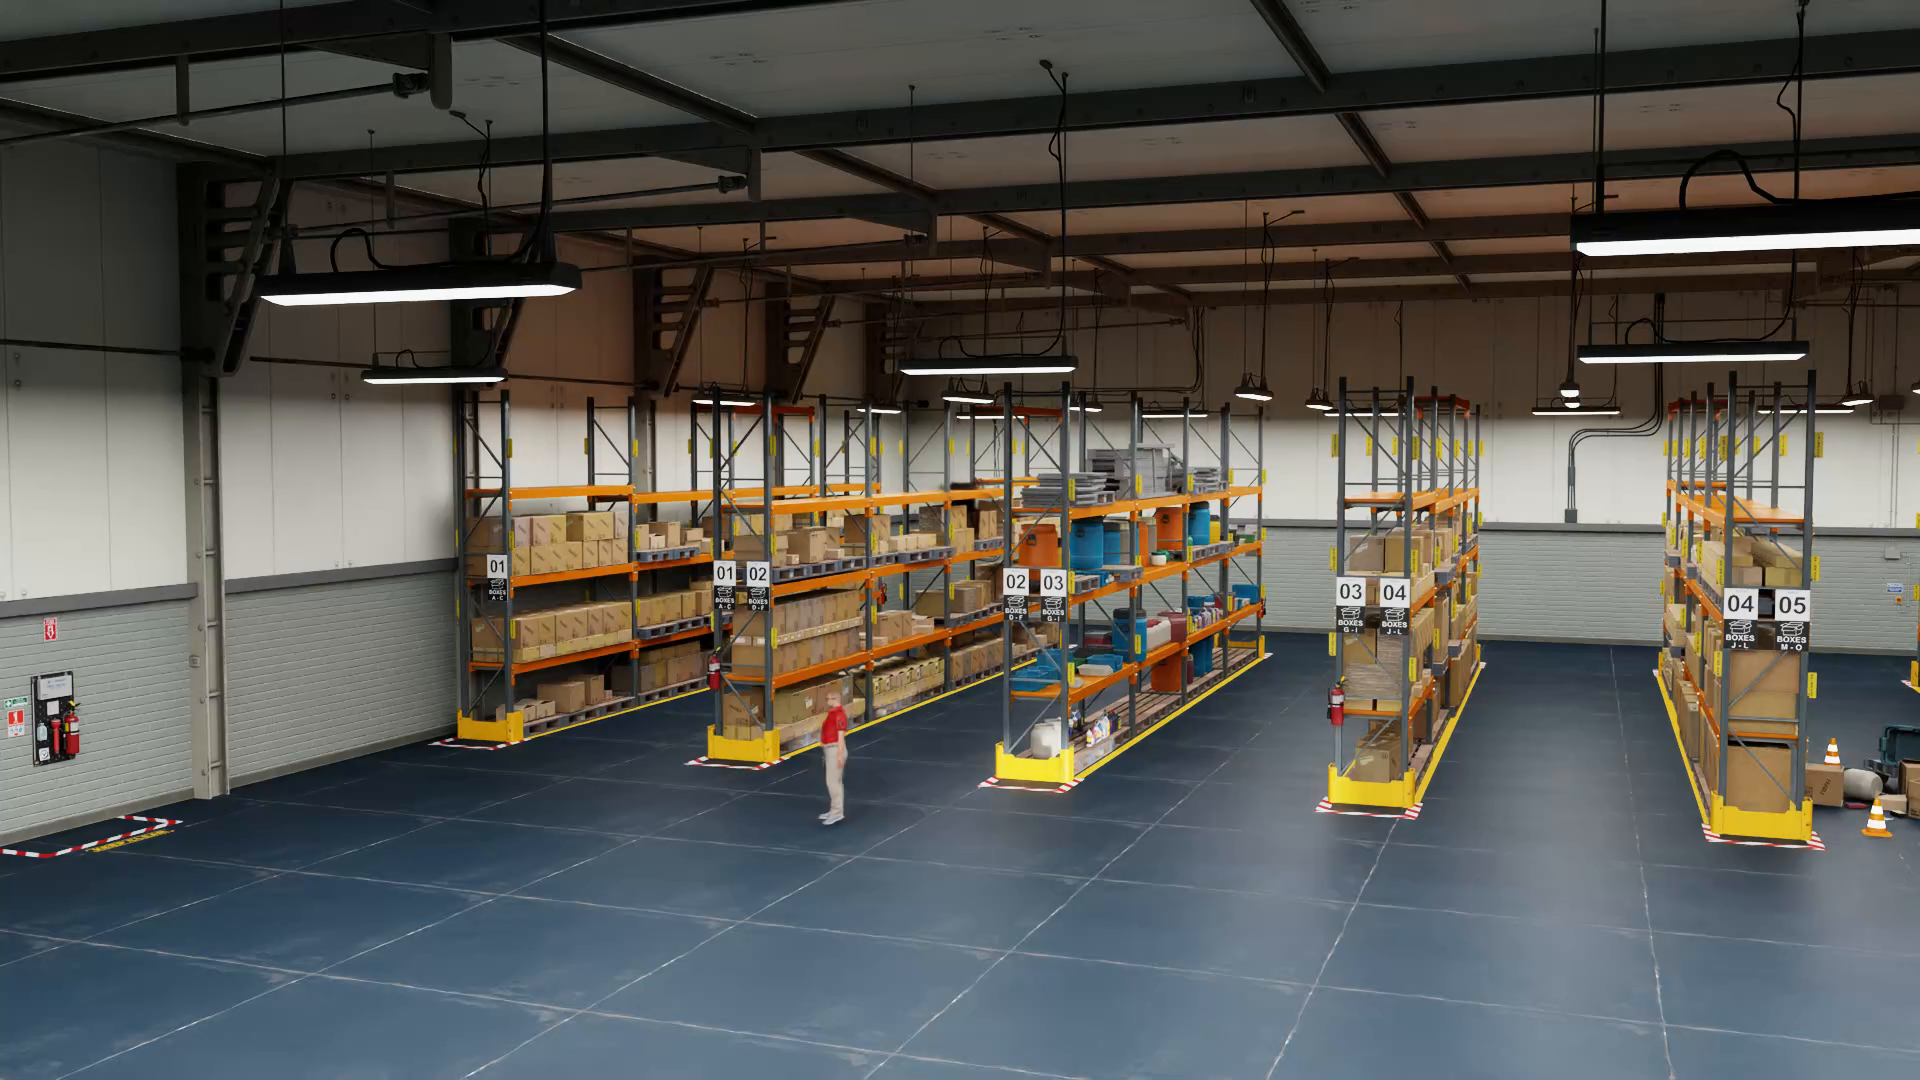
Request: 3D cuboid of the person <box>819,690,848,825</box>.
[{"bbox_3d":[-1.714,2.920,22.413,0.385,1.777,0.603,-1,3,-11],"label":"person"}]
